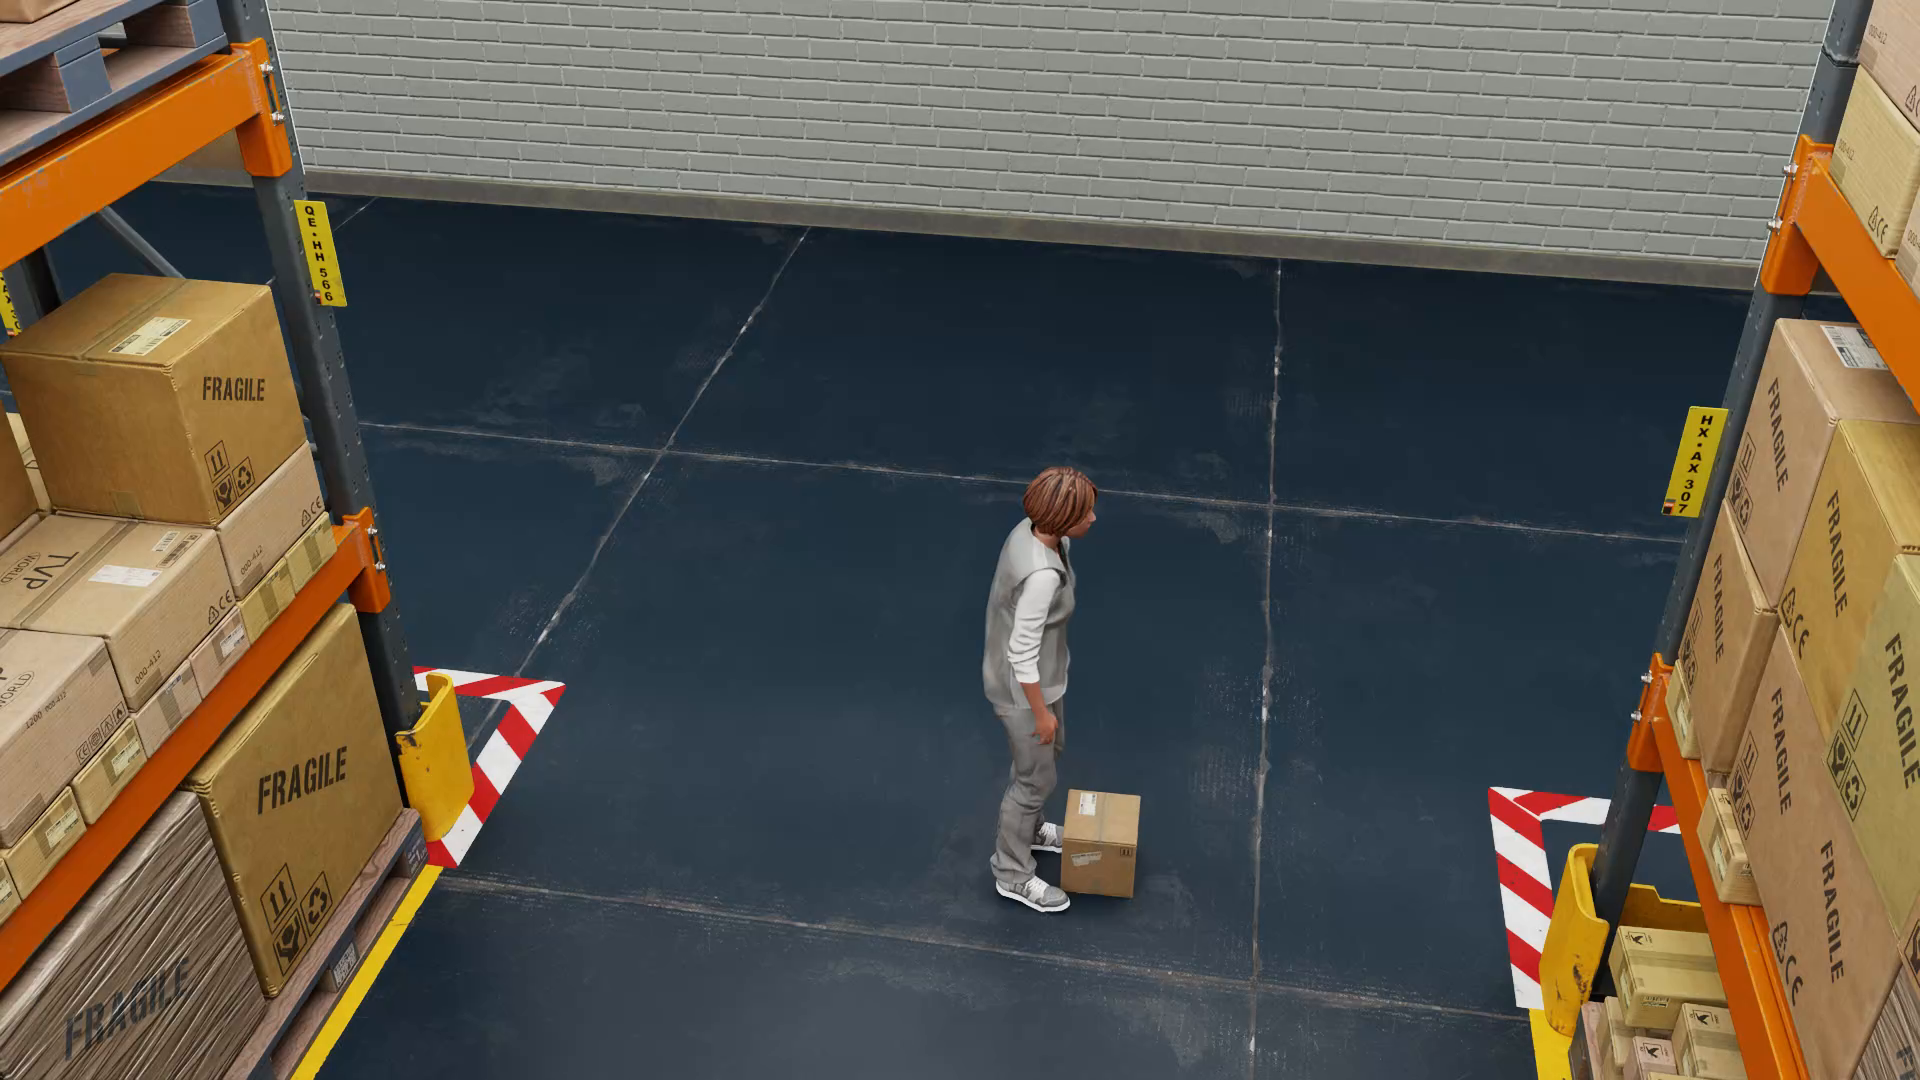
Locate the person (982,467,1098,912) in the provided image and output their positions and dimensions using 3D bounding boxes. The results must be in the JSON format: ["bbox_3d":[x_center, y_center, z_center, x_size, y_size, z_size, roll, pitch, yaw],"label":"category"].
[{"bbox_3d":[0.245,0.466,5.425,0.340,1.594,0.483,4,33,6],"label":"person"}]
